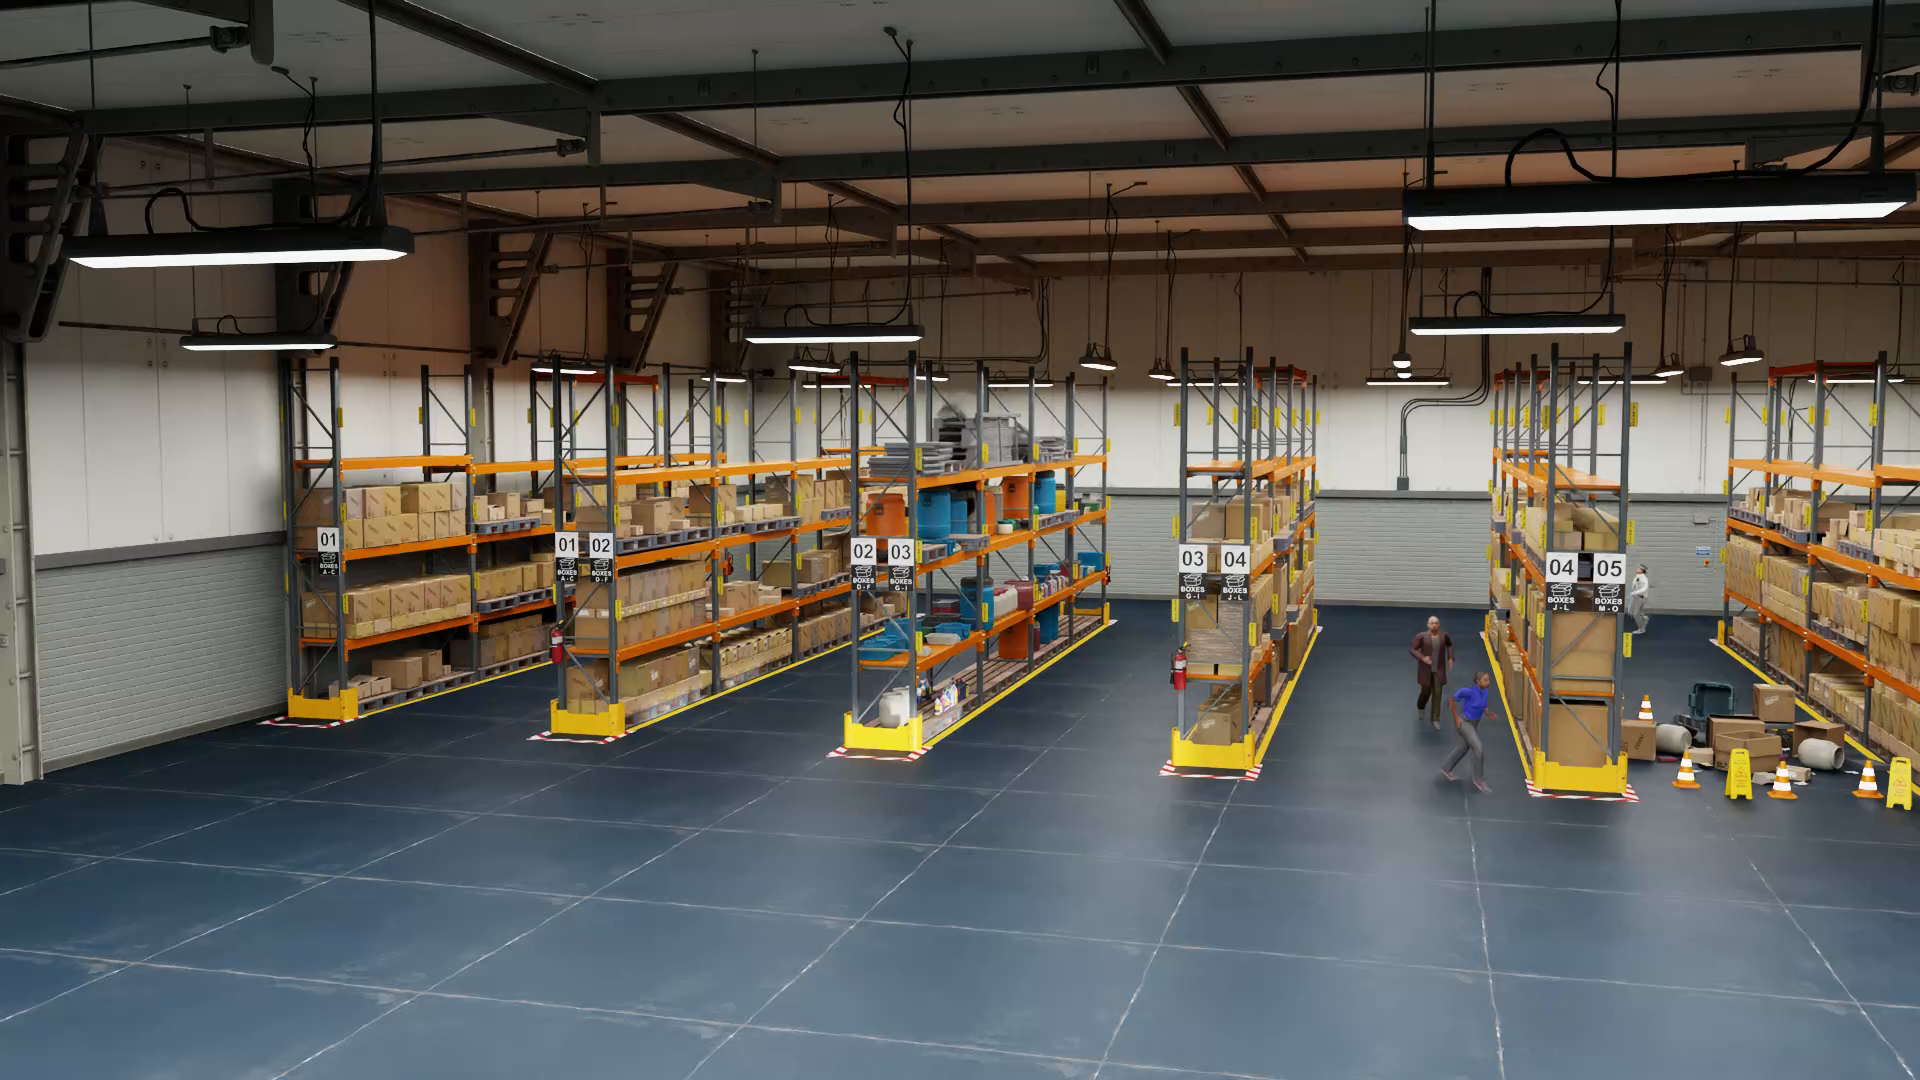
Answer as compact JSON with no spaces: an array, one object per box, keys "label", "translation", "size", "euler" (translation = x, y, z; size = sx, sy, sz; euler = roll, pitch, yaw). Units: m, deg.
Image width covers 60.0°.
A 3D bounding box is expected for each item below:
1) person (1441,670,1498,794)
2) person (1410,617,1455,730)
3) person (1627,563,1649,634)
[{"label":"person","translation":[6.854,2.556,22.512],"size":[0.571,1.651,0.885],"euler":[-3,5,-36]},{"label":"person","translation":[7.677,2.129,27.050],"size":[0.733,1.791,0.925],"euler":[0,4,4]},{"label":"person","translation":[15.770,1.348,38.633],"size":[0.548,1.659,0.613],"euler":[0,4,3]}]
